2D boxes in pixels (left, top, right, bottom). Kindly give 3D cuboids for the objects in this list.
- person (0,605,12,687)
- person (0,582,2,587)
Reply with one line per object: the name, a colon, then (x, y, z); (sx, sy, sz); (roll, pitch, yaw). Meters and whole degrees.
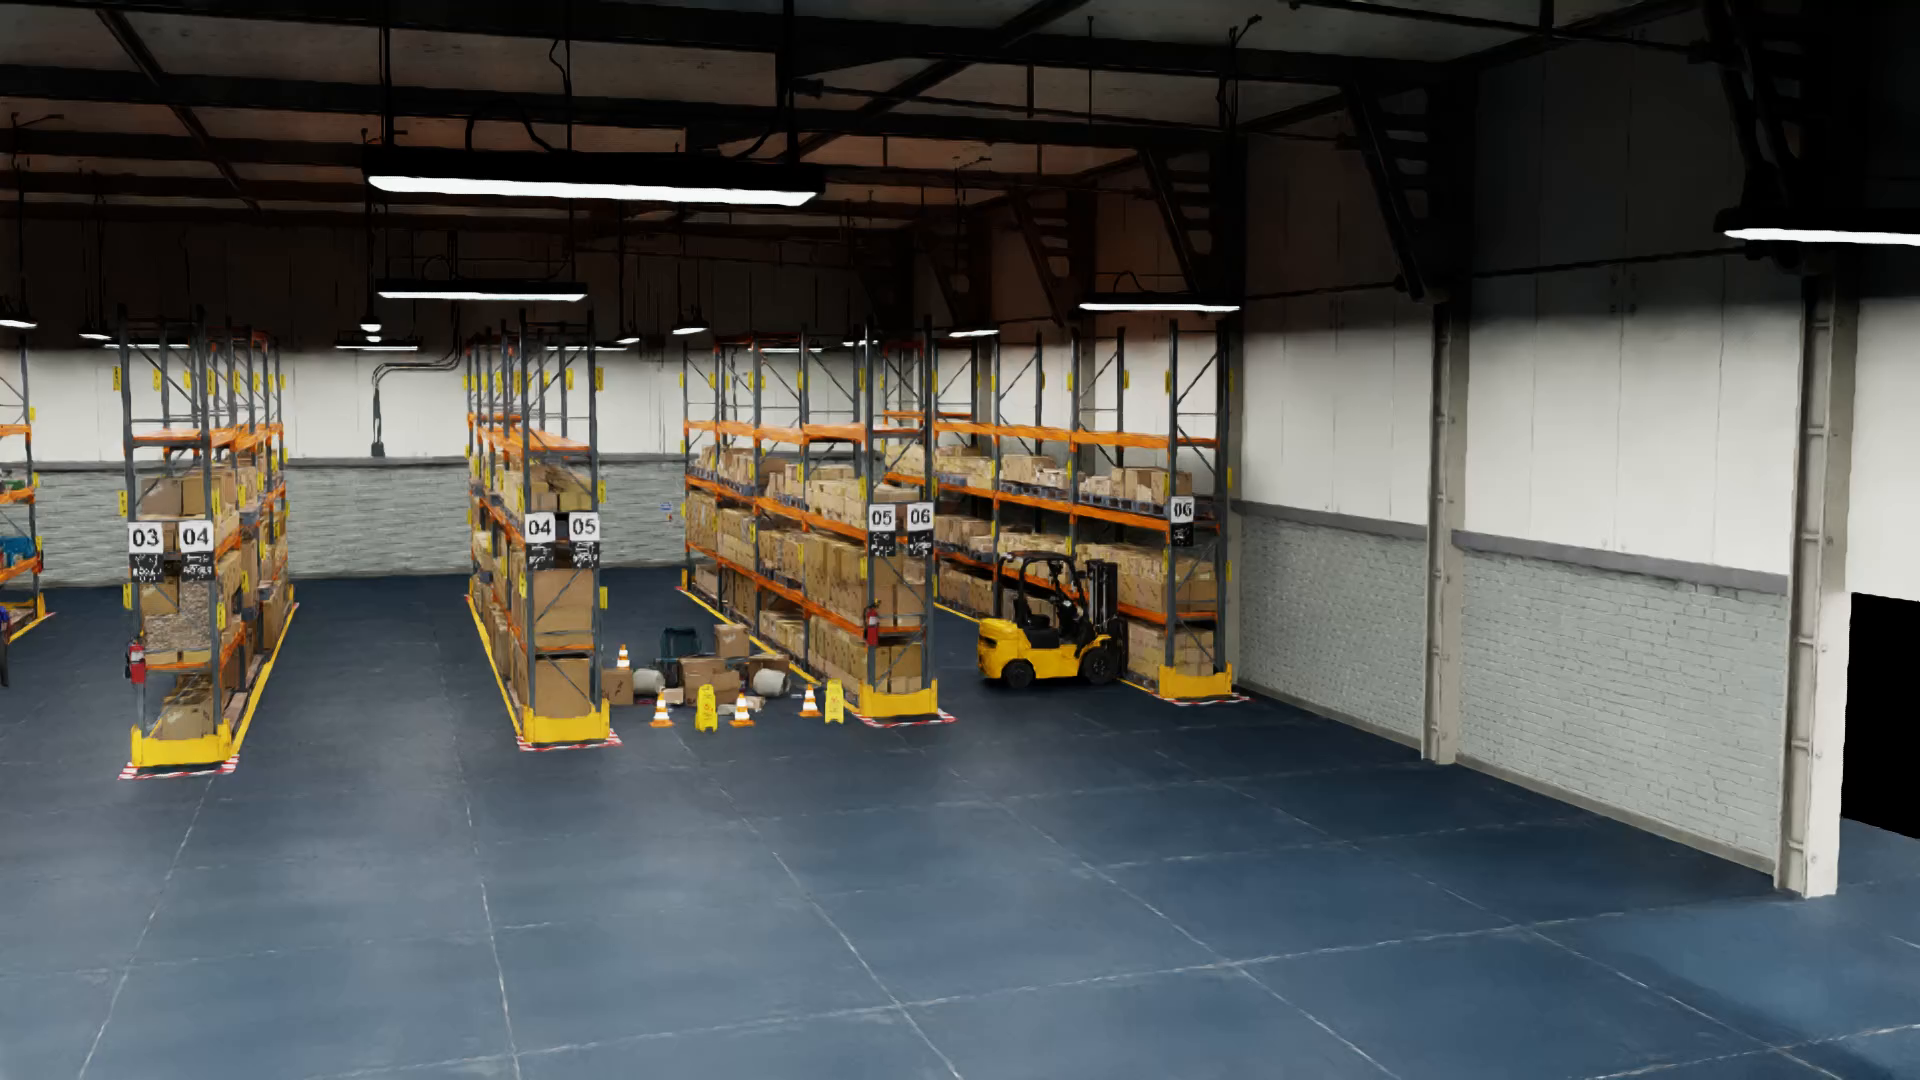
person: (-15.868, 1.628, 27.266); (0.592, 1.604, 0.518); (-2, 6, -21)
person: (-21.660, 0.602, 37.153); (0.574, 1.772, 0.597); (4, 7, 36)
